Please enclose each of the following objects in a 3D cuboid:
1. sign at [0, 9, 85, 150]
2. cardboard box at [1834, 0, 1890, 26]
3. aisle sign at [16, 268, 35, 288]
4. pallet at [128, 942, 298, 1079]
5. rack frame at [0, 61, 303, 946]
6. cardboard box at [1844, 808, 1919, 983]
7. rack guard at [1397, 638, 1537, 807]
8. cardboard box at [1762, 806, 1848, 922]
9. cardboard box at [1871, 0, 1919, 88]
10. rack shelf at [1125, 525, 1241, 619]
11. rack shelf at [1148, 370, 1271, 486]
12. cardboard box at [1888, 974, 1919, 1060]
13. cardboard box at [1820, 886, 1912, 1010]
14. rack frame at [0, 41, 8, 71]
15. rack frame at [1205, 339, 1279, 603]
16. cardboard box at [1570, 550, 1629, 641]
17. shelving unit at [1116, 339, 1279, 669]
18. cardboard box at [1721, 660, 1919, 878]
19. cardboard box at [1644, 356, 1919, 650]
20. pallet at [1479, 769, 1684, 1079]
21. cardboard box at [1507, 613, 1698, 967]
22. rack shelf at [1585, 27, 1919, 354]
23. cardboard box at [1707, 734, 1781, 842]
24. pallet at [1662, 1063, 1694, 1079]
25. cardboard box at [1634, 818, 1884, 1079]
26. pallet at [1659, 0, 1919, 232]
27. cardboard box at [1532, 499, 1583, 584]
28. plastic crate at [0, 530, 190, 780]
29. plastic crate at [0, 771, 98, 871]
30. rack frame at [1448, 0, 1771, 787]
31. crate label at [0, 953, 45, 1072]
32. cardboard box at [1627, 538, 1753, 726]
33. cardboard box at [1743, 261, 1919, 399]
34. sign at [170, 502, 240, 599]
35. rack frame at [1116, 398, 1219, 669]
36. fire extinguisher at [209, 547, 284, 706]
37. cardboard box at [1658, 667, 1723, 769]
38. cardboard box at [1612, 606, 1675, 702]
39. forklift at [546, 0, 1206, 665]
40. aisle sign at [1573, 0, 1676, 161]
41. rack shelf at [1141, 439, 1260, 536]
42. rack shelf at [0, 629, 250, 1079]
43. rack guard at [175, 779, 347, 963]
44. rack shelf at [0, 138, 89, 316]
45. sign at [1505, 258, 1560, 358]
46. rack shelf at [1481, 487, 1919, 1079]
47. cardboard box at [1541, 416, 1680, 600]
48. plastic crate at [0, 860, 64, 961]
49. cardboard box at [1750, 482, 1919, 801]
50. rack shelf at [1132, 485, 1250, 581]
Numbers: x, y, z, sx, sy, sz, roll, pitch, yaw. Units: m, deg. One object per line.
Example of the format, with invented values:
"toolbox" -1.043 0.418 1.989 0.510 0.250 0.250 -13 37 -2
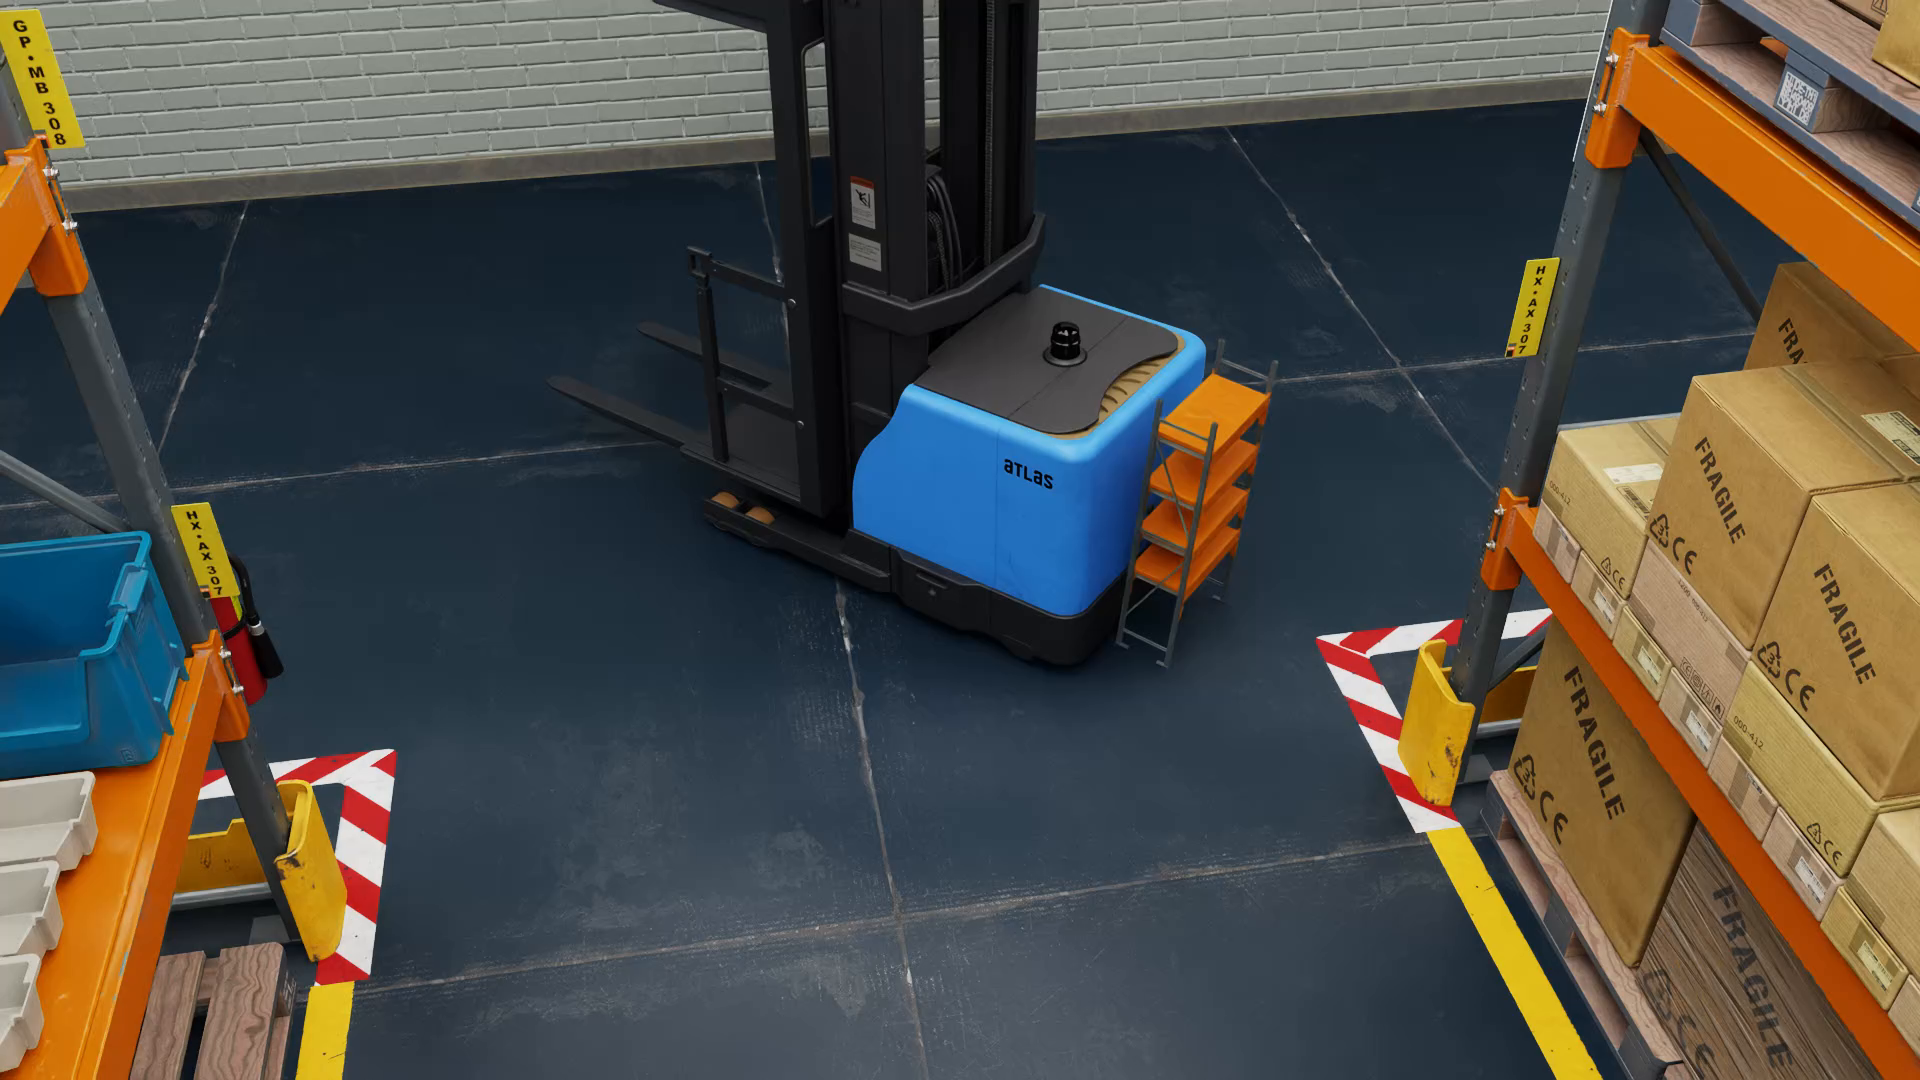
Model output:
"sign" -2.100 -1.046 3.792 0.100 0.325 0.005 -6 38 -8
"cardboard box" 2.382 -1.488 3.770 0.700 0.500 0.500 -8 39 -11
"aisle sign" -2.362 -0.936 3.891 0.394 0.787 0.004 -6 38 -8
"pallet" -2.532 1.769 4.801 1.003 0.211 1.213 -6 38 -8
"rack frame" -2.638 0.166 4.592 1.000 3.000 0.127 -6 38 -8
"cardboard box" 2.335 0.826 3.622 0.500 0.250 0.500 -7 38 -9
"rack guard" 2.234 0.606 6.063 1.175 0.500 0.348 -6 38 -8
"cardboard box" 2.203 0.759 4.033 0.380 0.149 0.250 -7 38 -8
"cardboard box" 2.362 -1.135 3.316 0.700 0.500 0.500 -8 38 -10
"rack shelf" 0.885 0.081 6.586 0.258 0.148 0.480 26 45 23
"rack shelf" 0.926 -0.421 6.161 0.258 0.148 0.480 26 45 23
"cardboard box" 2.294 1.069 3.633 0.380 0.149 0.250 -6 38 -7
"cardboard box" 2.246 0.911 3.837 0.380 0.149 0.250 -7 38 -9
"rack frame" -2.638 -2.203 2.751 1.000 3.000 0.127 -6 38 -8
"rack frame" 1.037 -0.246 6.574 0.240 1.200 0.015 26 45 23
"cardboard box" 2.022 0.137 4.833 0.380 0.149 0.250 -7 38 -9
"shelving unit" 0.901 -0.122 6.414 0.258 1.200 0.503 26 45 23
"cardboard box" 2.239 0.511 4.027 0.500 0.250 0.500 -7 38 -9
"cardboard box" 2.144 -0.100 4.203 0.500 0.500 0.500 -7 38 -9
"pallet" 2.455 1.209 5.522 1.003 0.211 1.213 -6 38 -8
"cardboard box" 2.429 0.684 5.314 0.875 0.875 0.875 -6 38 -8
"rack shelf" 2.589 -0.059 3.023 1.077 0.370 4.000 -6 38 -8
"cardboard box" 2.157 0.603 4.234 0.380 0.149 0.250 -7 38 -9
"pallet" 2.666 1.944 4.576 1.003 0.211 1.213 -6 38 -8
"cardboard box" 2.589 1.234 4.606 0.875 0.875 0.875 -6 38 -8
"pallet" 2.378 -1.070 3.809 1.003 0.211 1.213 -6 38 -8
"cardboard box" 1.975 -0.018 5.033 0.380 0.149 0.250 -6 38 -7
"plastic crate" -2.396 0.310 4.328 0.616 0.435 0.499 -6 38 -8
"plastic crate" -2.317 0.719 4.045 0.396 0.136 0.243 -6 38 -8
"rack frame" 2.238 -0.367 5.277 1.000 3.000 0.127 -6 38 -8
"crate label" -2.208 1.061 3.605 0.396 0.136 0.243 -6 38 -8
"cardboard box" 2.154 0.207 4.418 0.500 0.250 0.500 -7 38 -9
"cardboard box" 2.582 -0.455 4.660 0.500 0.500 0.500 -6 38 -7
"sign" -2.100 0.032 4.630 0.100 0.325 0.005 -6 38 -8
"rack frame" 0.766 0.003 6.254 0.240 1.200 0.015 26 45 23
"fire extinguisher" -2.217 0.204 4.910 0.296 0.674 0.183 -6 38 -8
"cardboard box" 2.114 0.449 4.432 0.380 0.149 0.250 -7 38 -9
"cardboard box" 2.067 0.292 4.634 0.380 0.149 0.250 -7 38 -9
"forklift" -0.520 -1.376 6.632 3.031 2.935 1.130 23 43 26
"aisle sign" 1.930 -1.405 4.494 0.394 0.787 0.004 -6 38 -8
"rack shelf" 0.911 -0.241 6.313 0.258 0.148 0.480 26 45 23
"rack shelf" -2.288 1.658 3.257 1.077 0.370 4.000 -6 38 -8
"rack guard" -2.655 1.140 5.375 1.175 0.500 0.348 -6 38 -8
"rack shelf" -2.288 0.473 2.337 1.077 0.370 4.000 -6 38 -8
"sign" 1.691 -0.684 4.915 0.100 0.325 0.005 -6 38 -8
"rack shelf" 2.589 1.125 3.943 1.077 0.370 4.000 -6 38 -8
"cardboard box" 2.056 -0.106 4.822 0.500 0.250 0.500 -7 38 -9
"plastic crate" -2.280 0.896 3.818 0.396 0.136 0.243 -6 38 -8
"cardboard box" 2.241 0.212 3.801 0.500 0.500 0.500 -7 38 -9
"rack shelf" 0.897 -0.071 6.458 0.258 0.148 0.480 26 45 23
